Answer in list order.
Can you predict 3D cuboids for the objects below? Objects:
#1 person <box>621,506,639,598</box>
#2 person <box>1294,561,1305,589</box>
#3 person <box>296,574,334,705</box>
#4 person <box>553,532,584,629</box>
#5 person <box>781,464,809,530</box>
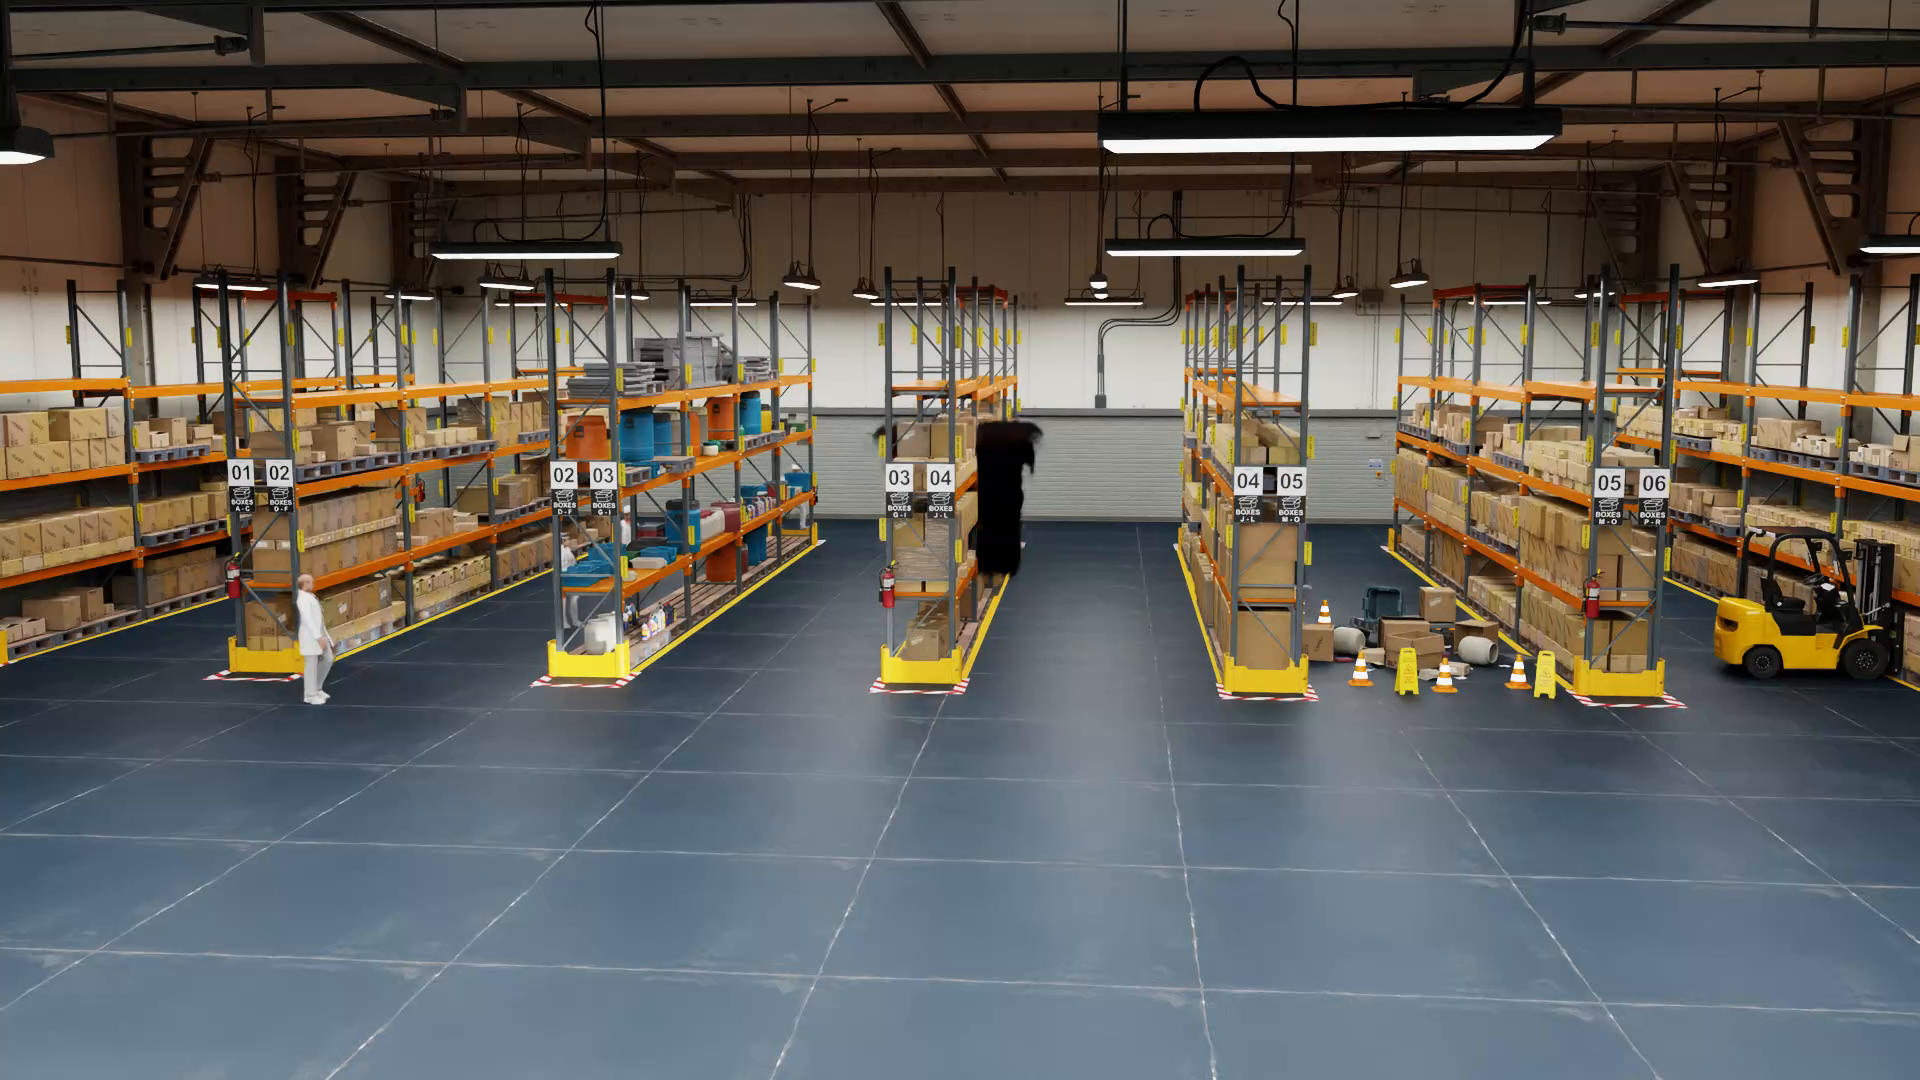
[{"bbox_3d":[-6.377,0.253,32.243,0.587,1.838,0.520,-3,8,-25],"label":"person"},{"bbox_3d":[6.754,0.183,33.160,0.330,1.605,0.424,3,7,22],"label":"person"},{"bbox_3d":[-8.880,1.351,22.881,0.573,1.785,0.635,1,7,6],"label":"person"},{"bbox_3d":[-6.812,0.694,28.751,0.366,1.690,0.533,6,9,40],"label":"person"},{"bbox_3d":[-4.340,-1.116,43.386,0.982,1.720,0.672,3,8,25],"label":"person"}]
